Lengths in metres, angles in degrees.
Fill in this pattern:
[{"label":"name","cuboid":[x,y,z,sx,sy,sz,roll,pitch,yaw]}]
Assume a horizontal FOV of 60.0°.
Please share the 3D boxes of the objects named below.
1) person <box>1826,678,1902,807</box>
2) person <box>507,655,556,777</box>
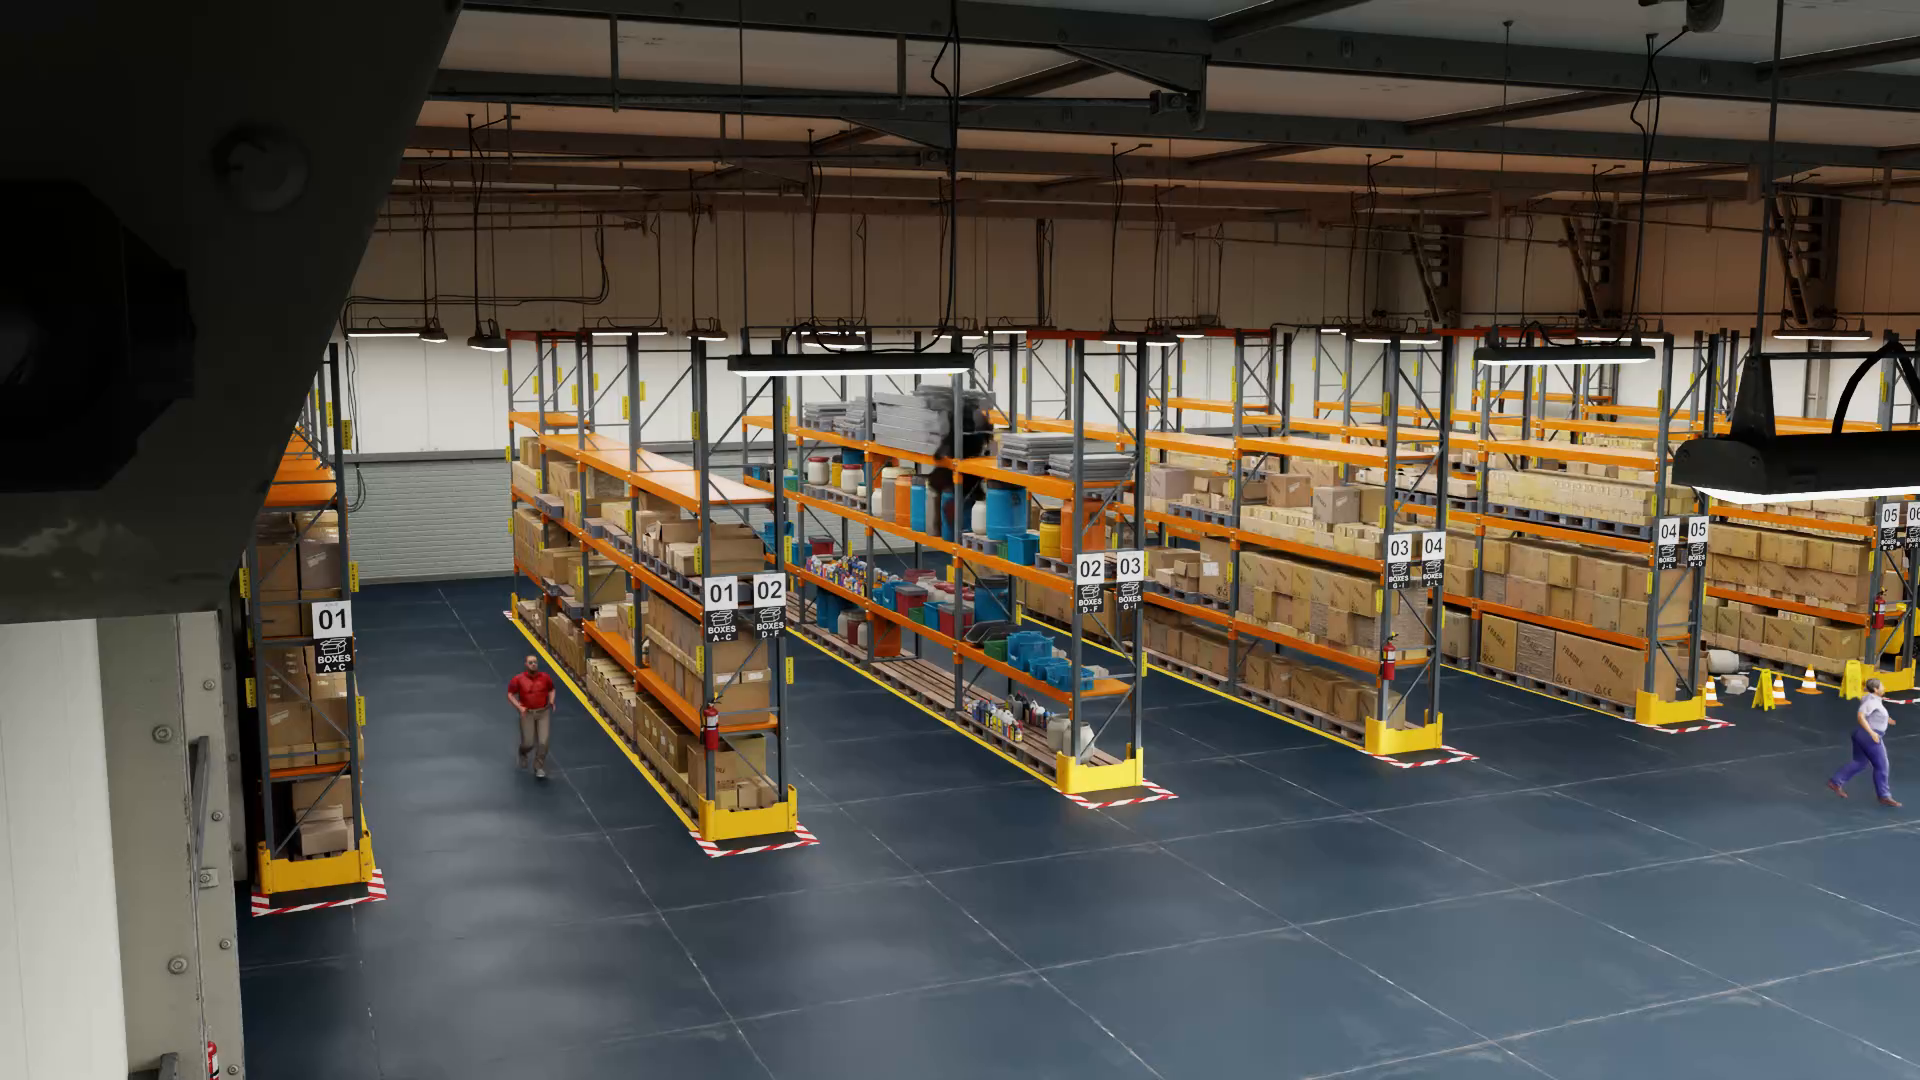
[{"label":"person","cuboid":[11.734,2.598,21.496,0.866,1.637,0.615,2,8,14]},{"label":"person","cuboid":[-5.851,2.403,22.836,0.661,1.673,0.627,-4,9,-30]}]
